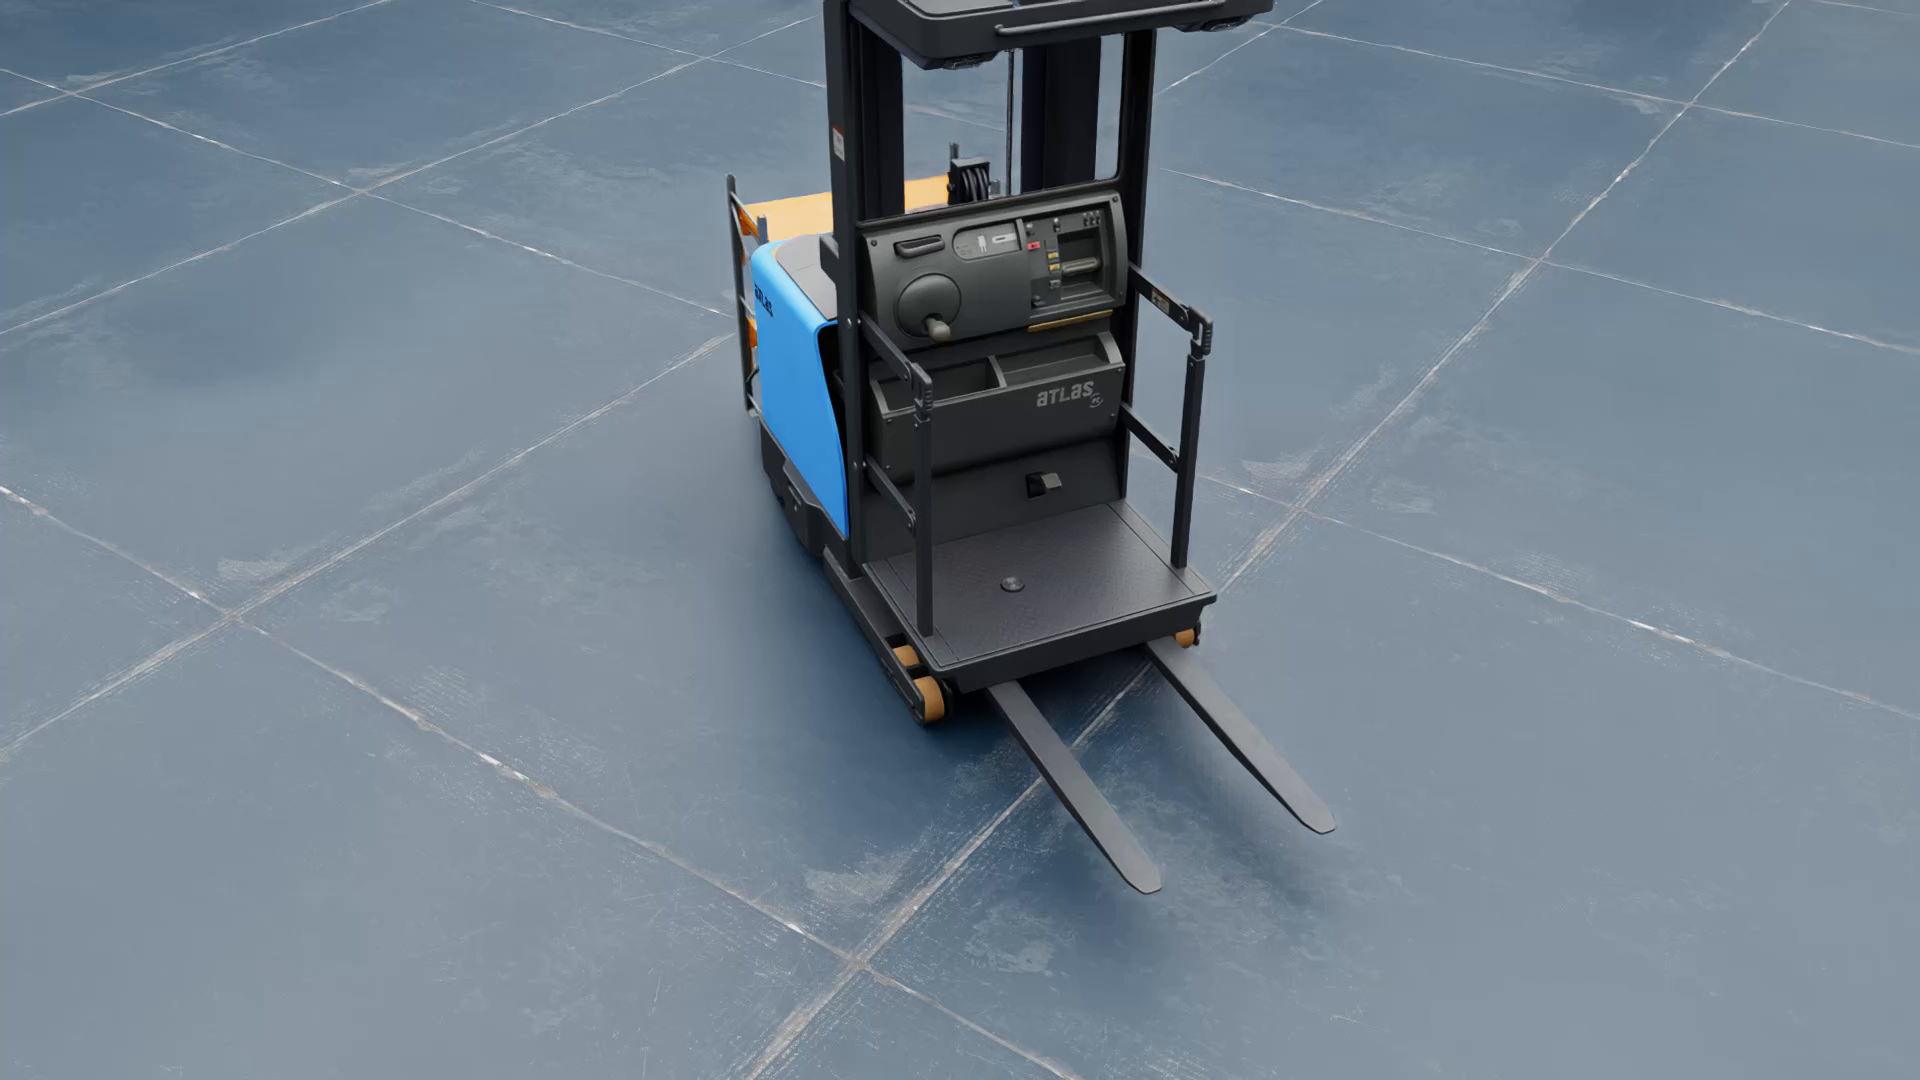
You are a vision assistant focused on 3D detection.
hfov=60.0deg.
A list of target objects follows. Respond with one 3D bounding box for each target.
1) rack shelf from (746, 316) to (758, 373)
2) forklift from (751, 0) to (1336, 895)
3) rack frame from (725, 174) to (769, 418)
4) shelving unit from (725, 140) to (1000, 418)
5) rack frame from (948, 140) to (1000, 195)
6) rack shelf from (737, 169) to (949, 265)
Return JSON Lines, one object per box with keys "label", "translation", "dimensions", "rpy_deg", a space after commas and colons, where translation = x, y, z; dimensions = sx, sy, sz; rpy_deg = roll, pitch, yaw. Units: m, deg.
{"label": "rack shelf", "translation": [-0.412, -0.858, 7.451], "dimensions": [1.000, 0.278, 0.538], "rpy_deg": [-13, 36, -19]}
{"label": "forklift", "translation": [0.224, -0.850, 5.391], "dimensions": [1.130, 2.935, 3.031], "rpy_deg": [-14, 37, -20]}
{"label": "rack frame", "translation": [-0.882, -0.952, 7.153], "dimensions": [0.032, 1.125, 0.500], "rpy_deg": [-13, 36, -19]}
{"label": "shelving unit", "translation": [-0.412, -1.061, 7.314], "dimensions": [1.048, 1.125, 0.538], "rpy_deg": [-13, 36, -19]}
{"label": "rack frame", "translation": [0.057, -1.170, 7.475], "dimensions": [0.032, 1.125, 0.500], "rpy_deg": [-13, 36, -19]}
{"label": "rack shelf", "translation": [-0.412, -1.304, 7.151], "dimensions": [1.000, 0.278, 0.538], "rpy_deg": [-13, 36, -19]}
